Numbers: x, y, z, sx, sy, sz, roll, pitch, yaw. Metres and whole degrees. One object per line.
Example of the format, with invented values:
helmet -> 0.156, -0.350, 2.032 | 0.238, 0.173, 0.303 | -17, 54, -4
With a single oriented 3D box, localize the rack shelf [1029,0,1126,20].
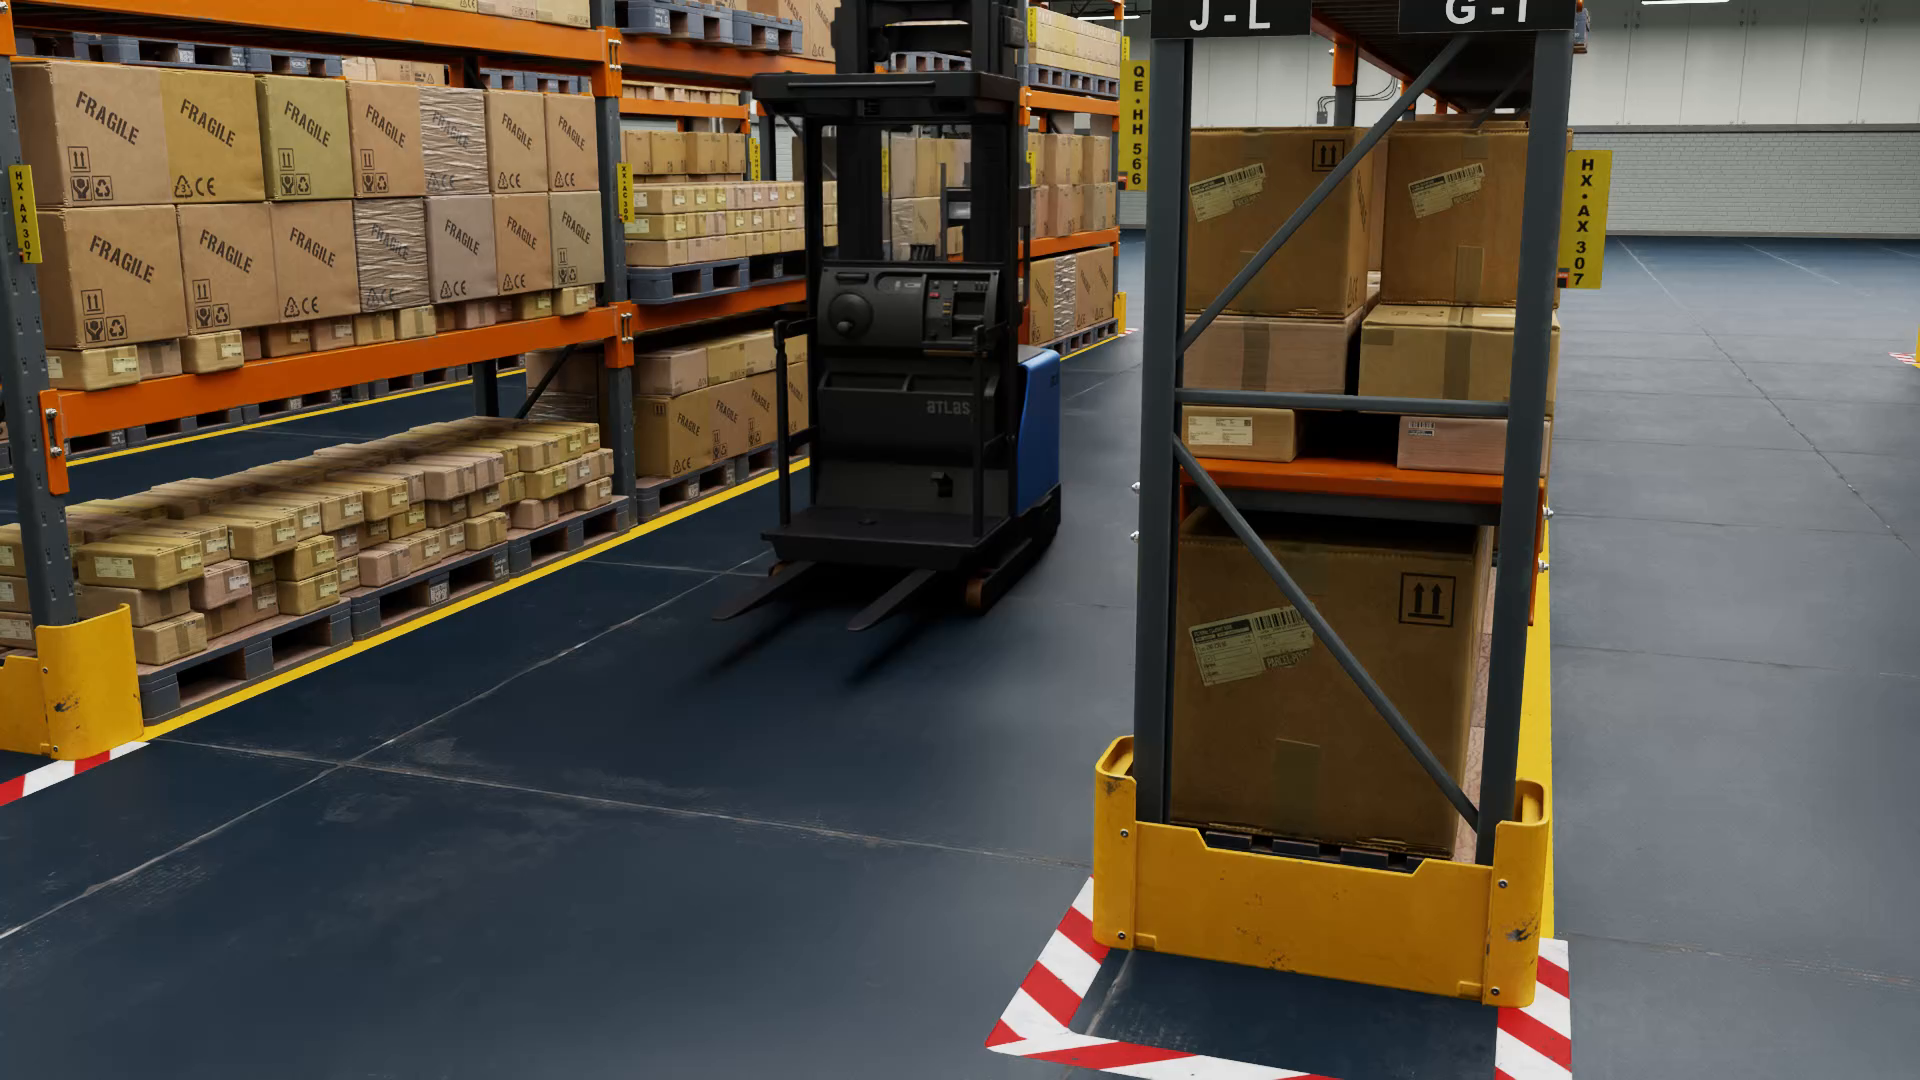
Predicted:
rack shelf -> 0.838, -6.050, 18.289 | 1.077, 0.370, 4.000 | 4, 14, 18

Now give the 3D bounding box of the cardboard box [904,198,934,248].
cardboard box -> -0.541, -2.639, 14.085 | 0.500, 0.500, 0.500 | 4, 14, 18

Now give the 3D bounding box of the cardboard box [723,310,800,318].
cardboard box -> -1.556, -1.632, 12.885 | 0.500, 0.250, 0.500 | 4, 13, 16

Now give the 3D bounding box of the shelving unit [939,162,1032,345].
shelving unit -> 0.155, -1.160, 9.853 | 0.431, 2.100, 0.503 | 4, 13, 16

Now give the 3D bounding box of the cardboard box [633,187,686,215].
cardboard box -> -1.835, -1.988, 9.741 | 0.380, 0.149, 0.250 | 5, 14, 21

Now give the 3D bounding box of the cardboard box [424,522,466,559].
cardboard box -> -2.685, -0.006, 8.234 | 0.380, 0.149, 0.250 | 5, 14, 19

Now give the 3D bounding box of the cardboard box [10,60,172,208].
cardboard box -> -3.296, -1.480, 6.092 | 0.500, 0.500, 0.500 | 4, 14, 18

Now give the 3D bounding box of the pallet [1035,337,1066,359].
pallet -> 0.511, -2.045, 17.974 | 1.003, 0.211, 1.213 | 4, 14, 18

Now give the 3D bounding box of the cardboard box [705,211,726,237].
cardboard box -> -1.670, -1.952, 10.252 | 0.380, 0.149, 0.250 | 5, 14, 20

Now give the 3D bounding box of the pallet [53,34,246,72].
pallet -> -6.337, -3.738, 12.809 | 1.003, 0.211, 1.213 | 5, 14, 21

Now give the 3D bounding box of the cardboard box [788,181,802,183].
cardboard box -> -1.438, -2.696, 12.843 | 0.380, 0.149, 0.250 | 4, 14, 18

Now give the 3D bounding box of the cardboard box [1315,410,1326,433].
cardboard box -> 0.937, -0.429, 5.193 | 0.380, 0.149, 0.250 | 4, 14, 19

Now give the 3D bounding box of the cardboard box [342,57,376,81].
cardboard box -> -5.475, -4.248, 14.919 | 0.396, 0.266, 0.258 | 4, 14, 18

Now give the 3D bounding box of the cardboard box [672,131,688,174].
cardboard box -> -3.722, -4.670, 20.066 | 0.700, 0.500, 0.500 | 4, 14, 18

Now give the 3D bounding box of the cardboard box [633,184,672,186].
cardboard box -> -2.113, -2.254, 10.908 | 0.380, 0.149, 0.250 | 4, 13, 17

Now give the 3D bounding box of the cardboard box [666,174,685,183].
cardboard box -> -3.660, -4.172, 20.131 | 0.500, 0.500, 0.500 | 5, 14, 19

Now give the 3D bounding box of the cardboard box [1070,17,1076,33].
cardboard box -> 1.041, -5.553, 17.938 | 0.380, 0.149, 0.250 | 4, 14, 18

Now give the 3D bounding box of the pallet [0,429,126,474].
pallet -> -6.936, -0.709, 12.121 | 1.003, 0.211, 1.213 | 4, 14, 18

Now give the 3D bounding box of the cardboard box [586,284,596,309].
cardboard box -> -2.269, -1.366, 9.298 | 0.380, 0.149, 0.250 | 4, 14, 18

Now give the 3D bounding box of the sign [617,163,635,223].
sign -> -1.882, -1.950, 9.347 | 0.100, 0.325, 0.005 | 4, 14, 18

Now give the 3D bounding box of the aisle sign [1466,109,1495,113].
aisle sign -> 5.882, -5.016, 18.882 | 0.394, 0.787, 0.004 | 4, 14, 18

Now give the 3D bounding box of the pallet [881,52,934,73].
pallet -> -0.945, -3.918, 13.595 | 1.213, 0.211, 1.003 | 5, 14, 21

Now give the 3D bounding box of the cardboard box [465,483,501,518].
cardboard box -> -2.583, -0.220, 8.506 | 0.380, 0.149, 0.250 | 5, 14, 20

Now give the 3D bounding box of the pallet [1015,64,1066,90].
pallet -> 0.465, -4.841, 17.415 | 1.003, 0.211, 1.213 | 4, 14, 18

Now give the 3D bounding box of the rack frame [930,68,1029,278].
rack frame -> 0.191, -3.250, 16.987 | 1.000, 3.000, 0.127 | 4, 14, 18

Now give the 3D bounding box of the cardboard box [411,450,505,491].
cardboard box -> -2.544, -0.355, 8.427 | 0.380, 0.149, 0.250 | 4, 13, 16

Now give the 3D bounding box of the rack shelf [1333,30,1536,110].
rack shelf -> 2.910, -2.720, 9.541 | 1.077, 0.370, 4.000 | 4, 14, 18

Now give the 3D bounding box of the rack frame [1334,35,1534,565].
rack frame -> 2.263, -1.187, 7.949 | 1.000, 3.000, 0.127 | 4, 14, 18

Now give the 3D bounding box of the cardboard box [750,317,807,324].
cardboard box -> -1.230, -1.490, 12.262 | 0.500, 0.250, 0.500 | 5, 14, 19

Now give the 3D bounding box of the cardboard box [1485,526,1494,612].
cardboard box -> 1.973, -0.223, 7.556 | 0.875, 0.875, 0.875 | 4, 14, 18

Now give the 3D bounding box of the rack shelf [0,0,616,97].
rack shelf -> -3.045, -2.256, 7.509 | 1.077, 0.370, 4.000 | 4, 14, 18

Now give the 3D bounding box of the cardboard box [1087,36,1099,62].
cardboard box -> 1.265, -5.546, 18.805 | 0.500, 0.250, 0.500 | 4, 14, 18

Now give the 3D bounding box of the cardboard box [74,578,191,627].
cardboard box -> -3.280, 0.225, 6.557 | 0.380, 0.149, 0.250 | 5, 14, 21

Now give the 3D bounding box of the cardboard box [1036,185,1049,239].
cardboard box -> 0.455, -3.519, 17.829 | 0.875, 0.550, 0.550 | 4, 14, 18

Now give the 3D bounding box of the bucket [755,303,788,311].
bucket -> -1.947, -2.590, 18.035 | 0.726, 0.611, 0.620 | 10, 26, 38

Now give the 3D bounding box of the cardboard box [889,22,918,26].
cardboard box -> -0.661, -4.217, 13.514 | 0.500, 0.311, 0.500 | 4, 14, 18

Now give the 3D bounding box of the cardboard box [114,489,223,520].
cardboard box -> -3.517, -0.121, 7.401 | 0.380, 0.149, 0.250 | 4, 13, 16

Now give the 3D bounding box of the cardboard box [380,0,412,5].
cardboard box -> -2.799, -2.517, 7.370 | 0.500, 0.250, 0.500 | 4, 14, 18

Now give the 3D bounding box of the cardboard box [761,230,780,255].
cardboard box -> -1.418, -1.973, 11.013 | 0.380, 0.149, 0.250 | 4, 13, 17

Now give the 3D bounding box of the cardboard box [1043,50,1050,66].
cardboard box -> 0.712, -4.950, 17.092 | 0.380, 0.149, 0.250 | 4, 14, 19

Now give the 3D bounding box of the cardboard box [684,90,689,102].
cardboard box -> -3.523, -5.405, 20.250 | 0.380, 0.149, 0.250 | 4, 13, 17

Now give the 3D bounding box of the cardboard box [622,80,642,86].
cardboard box -> -3.966, -5.302, 18.903 | 0.500, 0.250, 0.500 | 4, 14, 18

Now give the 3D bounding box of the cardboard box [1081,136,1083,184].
cardboard box -> 0.928, -4.386, 19.200 | 0.875, 0.550, 0.550 | 4, 14, 18

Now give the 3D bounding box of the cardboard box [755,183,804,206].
cardboard box -> -1.249, -2.372, 11.423 | 0.380, 0.149, 0.250 | 5, 14, 21

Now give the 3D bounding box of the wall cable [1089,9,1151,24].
wall cable -> 5.463, -15.222, 51.587 | 3.097, 2.526, 0.112 | 4, 14, 18

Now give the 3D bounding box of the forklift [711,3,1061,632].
forklift -> -0.316, -1.152, 8.094 | 1.129, 2.867, 3.031 | 4, 13, 16

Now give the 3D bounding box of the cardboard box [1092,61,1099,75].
cardboard box -> 1.369, -5.377, 18.961 | 0.380, 0.149, 0.250 | 4, 13, 18

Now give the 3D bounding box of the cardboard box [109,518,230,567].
cardboard box -> -3.226, 0.019, 6.790 | 0.380, 0.149, 0.250 | 5, 14, 19

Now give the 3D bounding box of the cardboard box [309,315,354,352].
cardboard box -> -2.924, -0.925, 7.363 | 0.380, 0.149, 0.250 | 4, 13, 17

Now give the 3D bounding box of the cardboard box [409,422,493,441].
cardboard box -> -2.850, -0.559, 9.324 | 0.380, 0.149, 0.250 | 5, 14, 21
